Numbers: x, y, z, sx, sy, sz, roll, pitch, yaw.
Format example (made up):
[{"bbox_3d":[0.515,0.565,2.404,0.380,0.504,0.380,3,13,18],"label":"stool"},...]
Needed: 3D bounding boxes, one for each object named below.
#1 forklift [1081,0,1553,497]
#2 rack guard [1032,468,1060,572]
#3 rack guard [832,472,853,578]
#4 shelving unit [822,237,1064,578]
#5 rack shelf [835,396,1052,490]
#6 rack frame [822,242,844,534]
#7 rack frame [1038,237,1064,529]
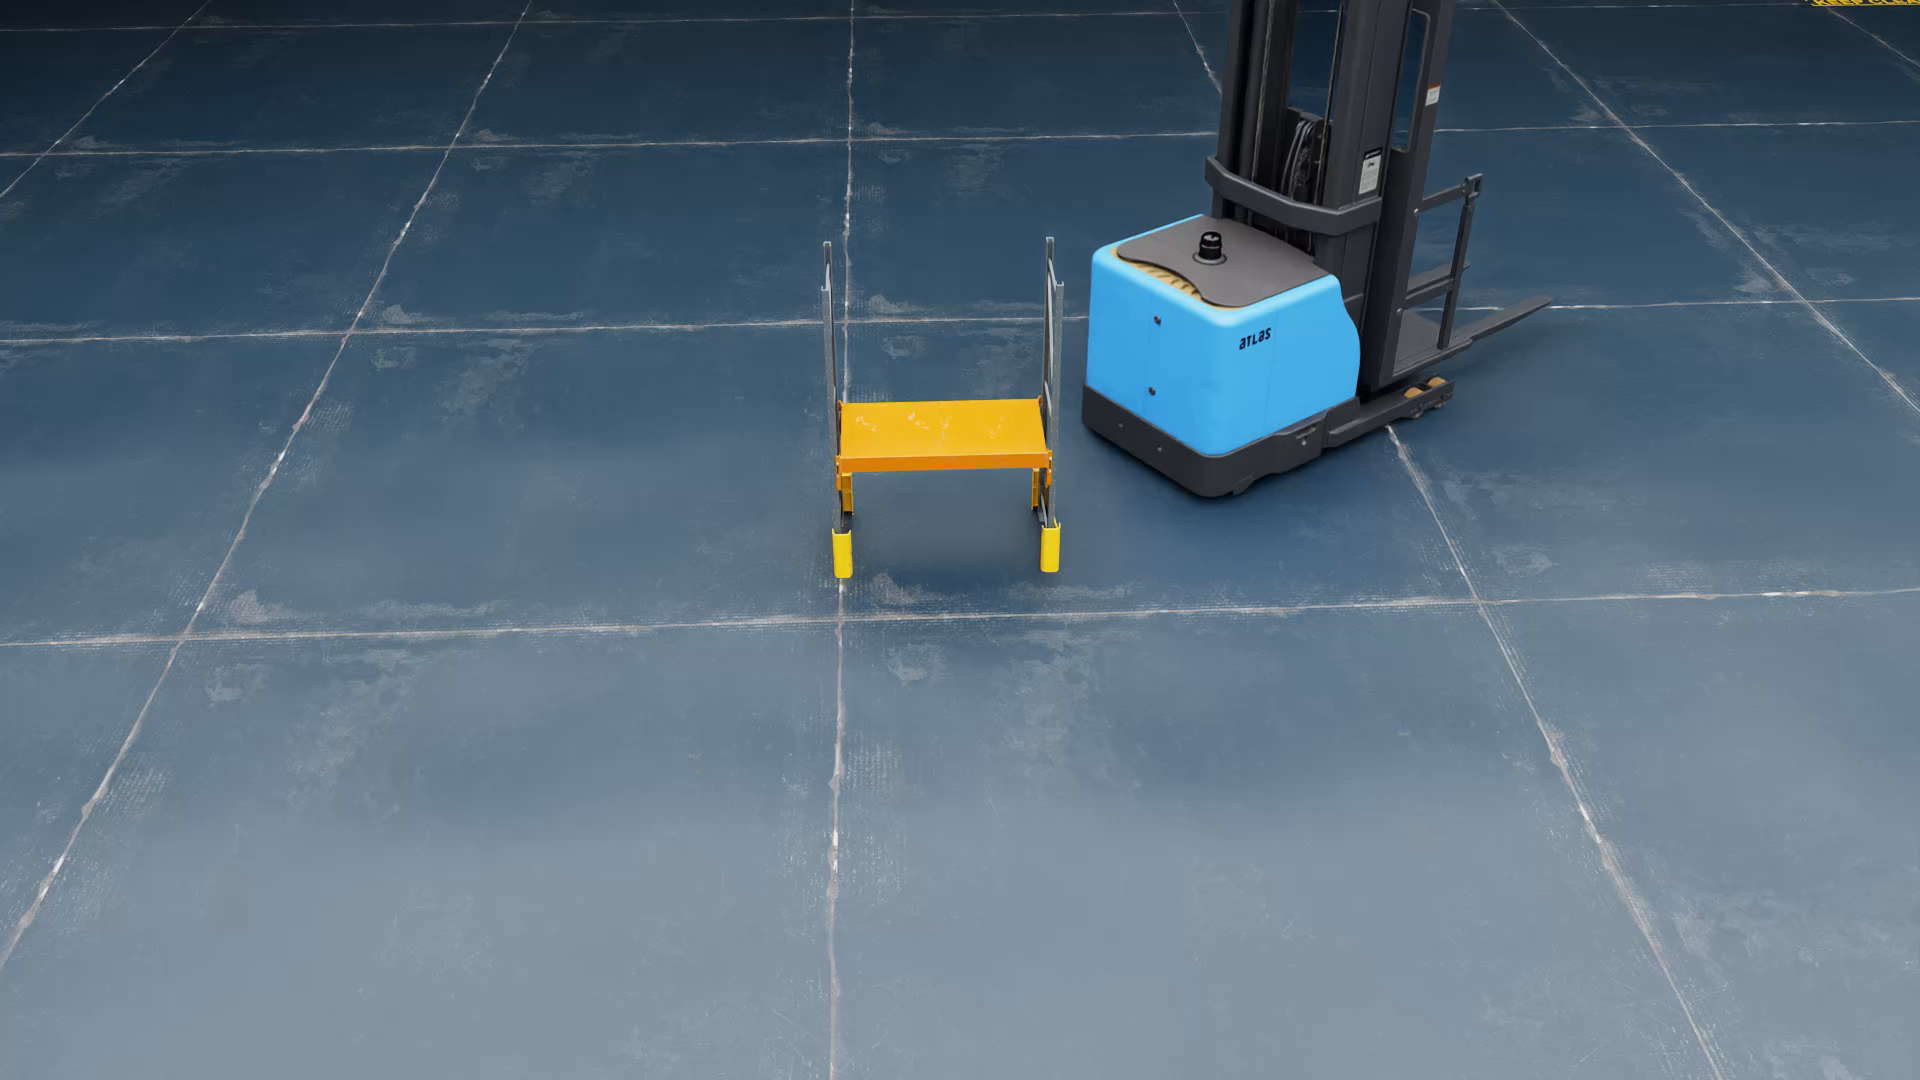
[{"bbox_3d":[2.143,-2.097,8.705,3.031,2.935,1.130,-23,41,-30],"label":"forklift"},{"bbox_3d":[0.421,-0.114,8.195,0.087,0.250,0.587,-2,35,-2],"label":"rack guard"},{"bbox_3d":[-0.574,-0.087,8.157,0.087,0.250,0.587,-2,35,-2],"label":"rack guard"},{"bbox_3d":[-0.076,-0.615,7.820,1.083,1.500,0.587,-2,35,-2],"label":"shelving unit"},{"bbox_3d":[-0.085,-0.467,7.922,1.000,0.185,0.538,-2,35,-2],"label":"rack shelf"},{"bbox_3d":[-0.593,-0.601,7.800,0.032,1.500,0.500,-2,35,-2],"label":"rack frame"},{"bbox_3d":[0.423,-0.628,7.840,0.032,1.500,0.500,-2,35,-2],"label":"rack frame"}]
